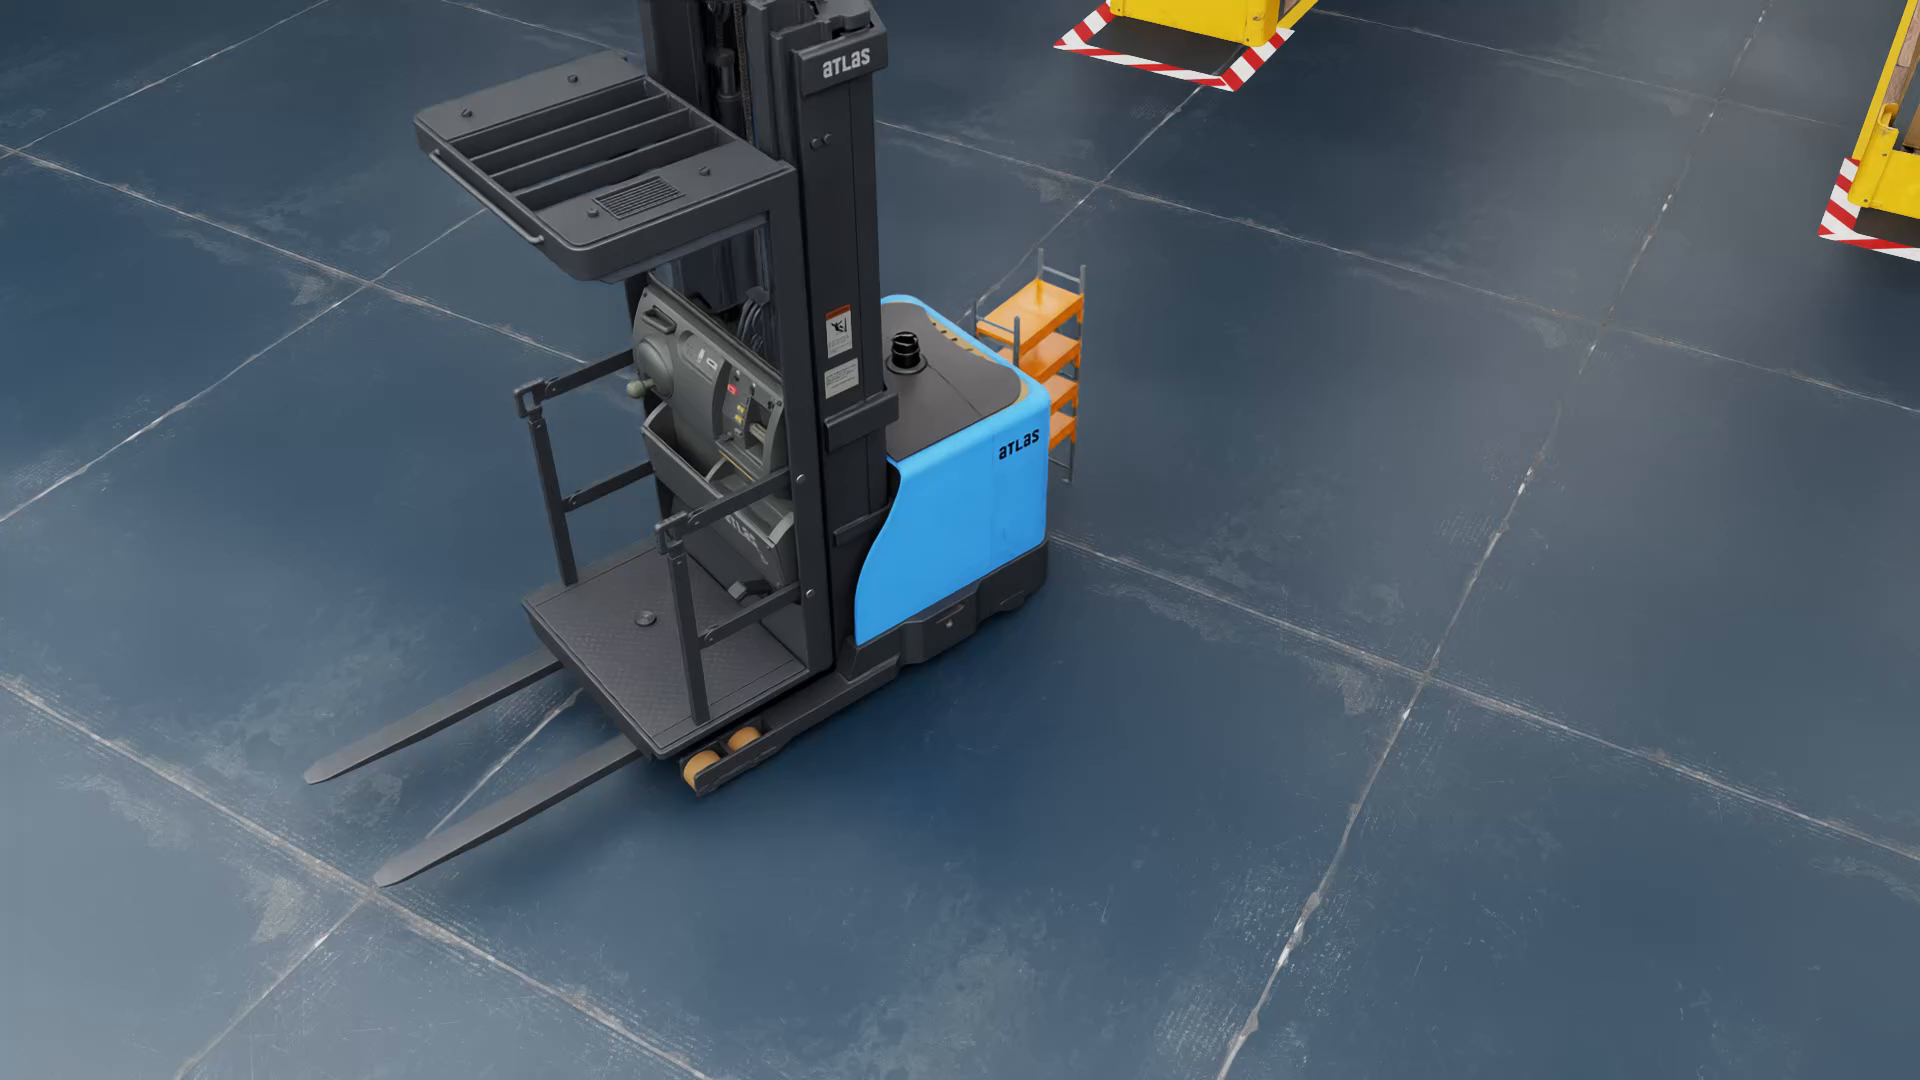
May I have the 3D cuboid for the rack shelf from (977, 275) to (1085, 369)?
[{"bbox_3d":[0.292,-0.927,7.115,0.258,0.148,0.480,26,48,27],"label":"rack shelf"}]

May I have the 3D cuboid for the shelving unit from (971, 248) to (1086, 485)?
[{"bbox_3d":[0.292,-0.632,7.375,0.258,1.200,0.503,26,48,27],"label":"shelving unit"}]

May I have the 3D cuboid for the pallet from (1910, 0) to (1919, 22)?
[{"bbox_3d":[7.393,-3.873,11.804,1.003,0.211,1.213,21,45,22],"label":"pallet"}]

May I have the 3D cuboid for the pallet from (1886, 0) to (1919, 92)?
[{"bbox_3d":[6.784,-3.172,11.008,1.003,0.211,1.213,21,45,22],"label":"pallet"}]

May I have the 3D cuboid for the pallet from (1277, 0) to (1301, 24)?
[{"bbox_3d":[2.072,-4.188,12.162,1.003,0.211,1.213,21,45,22],"label":"pallet"}]

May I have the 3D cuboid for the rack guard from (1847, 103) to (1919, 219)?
[{"bbox_3d":[5.828,-2.088,9.558,1.175,0.500,0.348,21,45,22],"label":"rack guard"}]

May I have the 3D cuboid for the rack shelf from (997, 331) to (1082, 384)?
[{"bbox_3d":[0.292,-0.749,7.272,0.258,0.148,0.480,26,48,27],"label":"rack shelf"}]

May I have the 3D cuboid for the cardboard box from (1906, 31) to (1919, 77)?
[{"bbox_3d":[6.561,-3.314,10.349,0.875,0.875,0.875,20,45,21],"label":"cardboard box"}]

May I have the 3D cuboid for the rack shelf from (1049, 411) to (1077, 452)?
[{"bbox_3d":[0.292,-0.432,7.551,0.258,0.148,0.480,26,48,27],"label":"rack shelf"}]

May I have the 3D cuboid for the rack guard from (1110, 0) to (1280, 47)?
[{"bbox_3d":[1.634,-3.843,11.551,1.175,0.500,0.348,21,45,22],"label":"rack guard"}]

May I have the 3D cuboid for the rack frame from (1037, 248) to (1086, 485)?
[{"bbox_3d":[0.438,-0.761,7.522,0.240,1.200,0.015,26,48,27],"label":"rack frame"}]

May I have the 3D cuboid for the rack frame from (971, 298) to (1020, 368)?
[{"bbox_3d":[0.146,-0.502,7.228,0.240,1.200,0.015,26,48,27],"label":"rack frame"}]

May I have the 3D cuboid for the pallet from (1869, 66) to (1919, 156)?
[{"bbox_3d":[6.172,-2.477,10.218,1.003,0.211,1.213,21,45,22],"label":"pallet"}]

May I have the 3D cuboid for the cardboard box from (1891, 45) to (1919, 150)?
[{"bbox_3d":[6.122,-2.810,9.776,0.875,0.875,0.875,21,46,22],"label":"cardboard box"}]

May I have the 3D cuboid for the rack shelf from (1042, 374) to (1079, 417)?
[{"bbox_3d":[0.292,-0.581,7.419,0.258,0.148,0.480,26,48,27],"label":"rack shelf"}]

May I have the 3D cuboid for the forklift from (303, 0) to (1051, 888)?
[{"bbox_3d":[-1.081,-0.515,5.933,3.031,2.935,1.130,-28,49,-28],"label":"forklift"}]

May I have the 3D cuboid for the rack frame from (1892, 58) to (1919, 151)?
[{"bbox_3d":[5.840,-3.040,8.748,1.000,3.000,0.127,21,45,22],"label":"rack frame"}]
